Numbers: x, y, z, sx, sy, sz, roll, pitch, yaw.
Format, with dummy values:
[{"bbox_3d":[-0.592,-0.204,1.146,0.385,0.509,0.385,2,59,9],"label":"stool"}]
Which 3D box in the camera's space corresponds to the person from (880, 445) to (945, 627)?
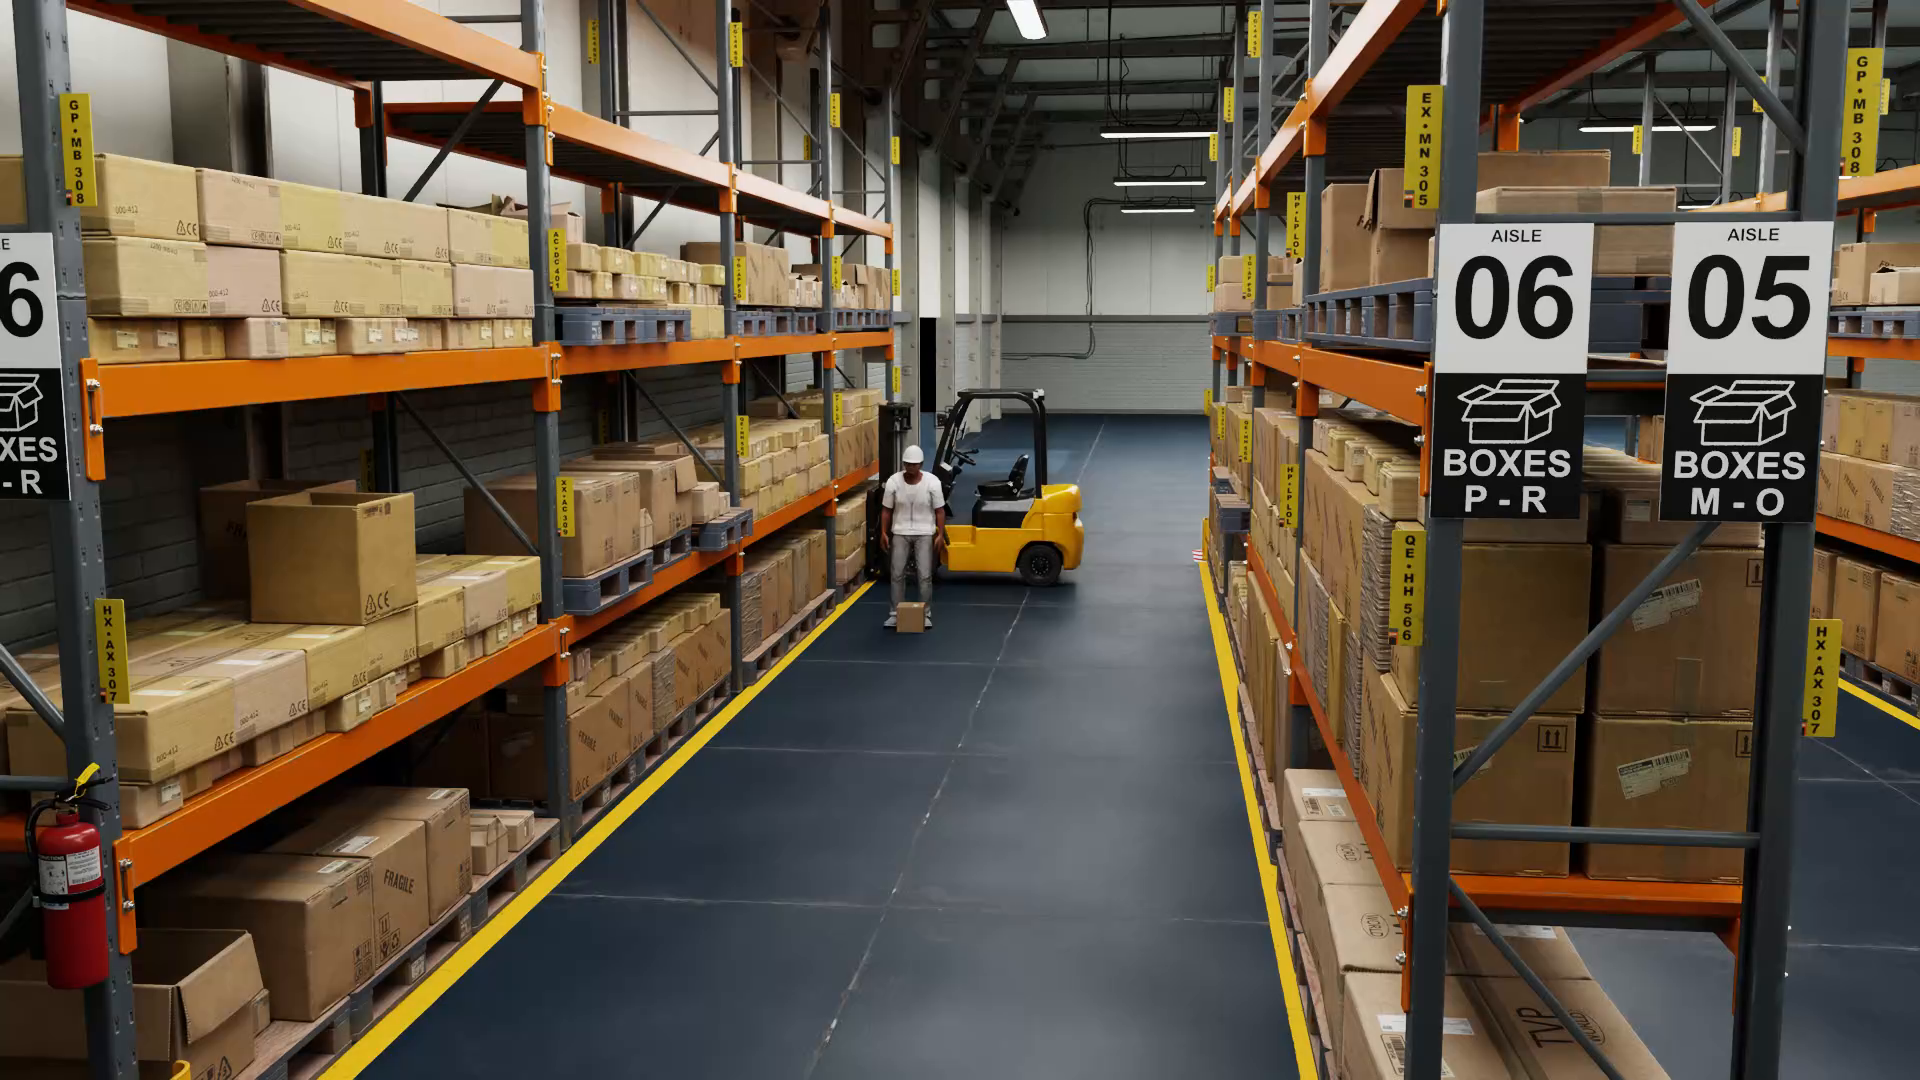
[{"bbox_3d":[-0.458,-0.037,16.000,0.626,1.761,0.455,1,8,6],"label":"person"}]
